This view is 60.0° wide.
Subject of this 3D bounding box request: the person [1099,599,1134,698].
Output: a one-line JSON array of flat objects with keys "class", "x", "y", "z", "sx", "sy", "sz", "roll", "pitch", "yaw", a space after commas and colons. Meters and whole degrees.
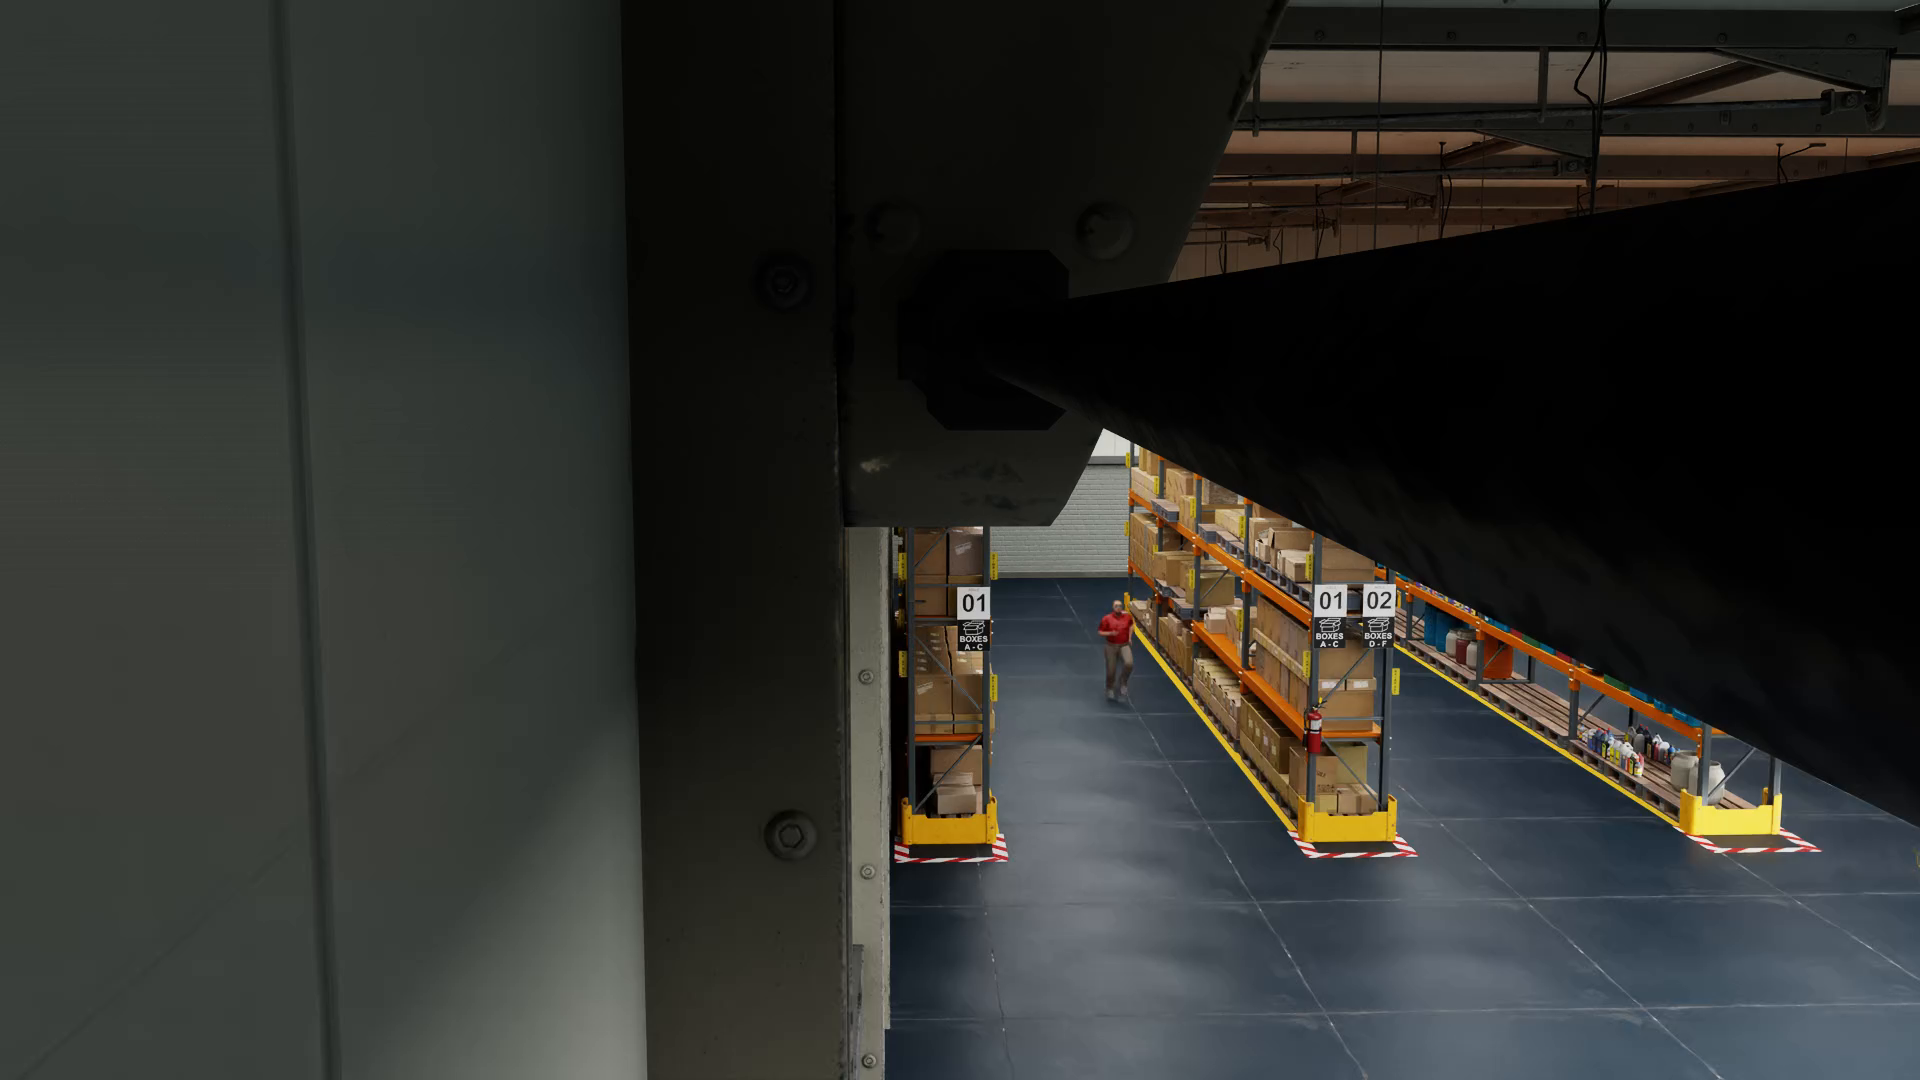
[{"class": "person", "x": 2.650, "y": 1.850, "z": 28.030, "sx": 0.642, "sy": 1.709, "sz": 0.809, "roll": -1, "pitch": 7, "yaw": -4}]
